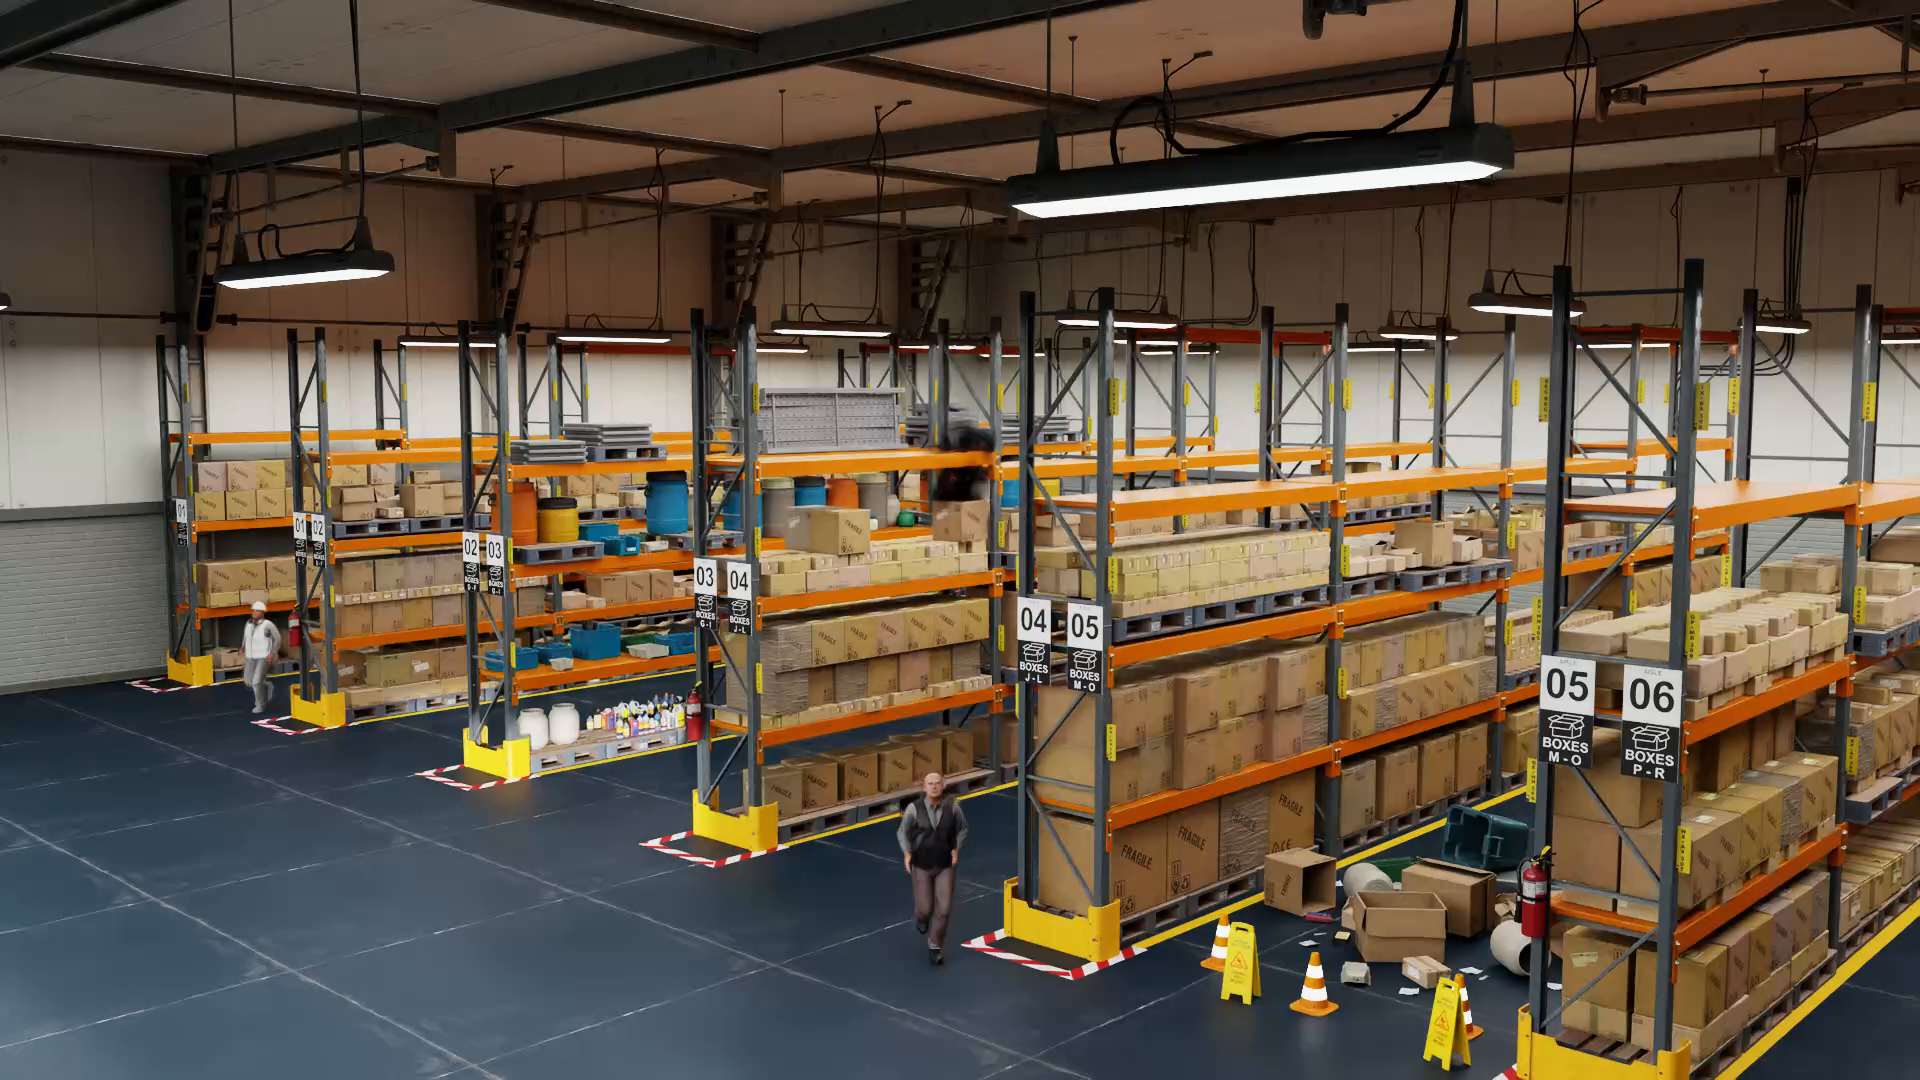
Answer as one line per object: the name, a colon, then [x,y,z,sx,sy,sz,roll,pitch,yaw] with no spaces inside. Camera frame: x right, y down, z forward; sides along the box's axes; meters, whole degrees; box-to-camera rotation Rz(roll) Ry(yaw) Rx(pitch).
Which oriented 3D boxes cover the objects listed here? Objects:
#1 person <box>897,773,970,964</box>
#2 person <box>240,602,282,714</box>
person: [-0.235,2.928,15.020,0.660,1.681,0.624,-1,5,-5]
person: [-11.064,1.806,26.320,0.692,1.671,0.562,2,6,19]
